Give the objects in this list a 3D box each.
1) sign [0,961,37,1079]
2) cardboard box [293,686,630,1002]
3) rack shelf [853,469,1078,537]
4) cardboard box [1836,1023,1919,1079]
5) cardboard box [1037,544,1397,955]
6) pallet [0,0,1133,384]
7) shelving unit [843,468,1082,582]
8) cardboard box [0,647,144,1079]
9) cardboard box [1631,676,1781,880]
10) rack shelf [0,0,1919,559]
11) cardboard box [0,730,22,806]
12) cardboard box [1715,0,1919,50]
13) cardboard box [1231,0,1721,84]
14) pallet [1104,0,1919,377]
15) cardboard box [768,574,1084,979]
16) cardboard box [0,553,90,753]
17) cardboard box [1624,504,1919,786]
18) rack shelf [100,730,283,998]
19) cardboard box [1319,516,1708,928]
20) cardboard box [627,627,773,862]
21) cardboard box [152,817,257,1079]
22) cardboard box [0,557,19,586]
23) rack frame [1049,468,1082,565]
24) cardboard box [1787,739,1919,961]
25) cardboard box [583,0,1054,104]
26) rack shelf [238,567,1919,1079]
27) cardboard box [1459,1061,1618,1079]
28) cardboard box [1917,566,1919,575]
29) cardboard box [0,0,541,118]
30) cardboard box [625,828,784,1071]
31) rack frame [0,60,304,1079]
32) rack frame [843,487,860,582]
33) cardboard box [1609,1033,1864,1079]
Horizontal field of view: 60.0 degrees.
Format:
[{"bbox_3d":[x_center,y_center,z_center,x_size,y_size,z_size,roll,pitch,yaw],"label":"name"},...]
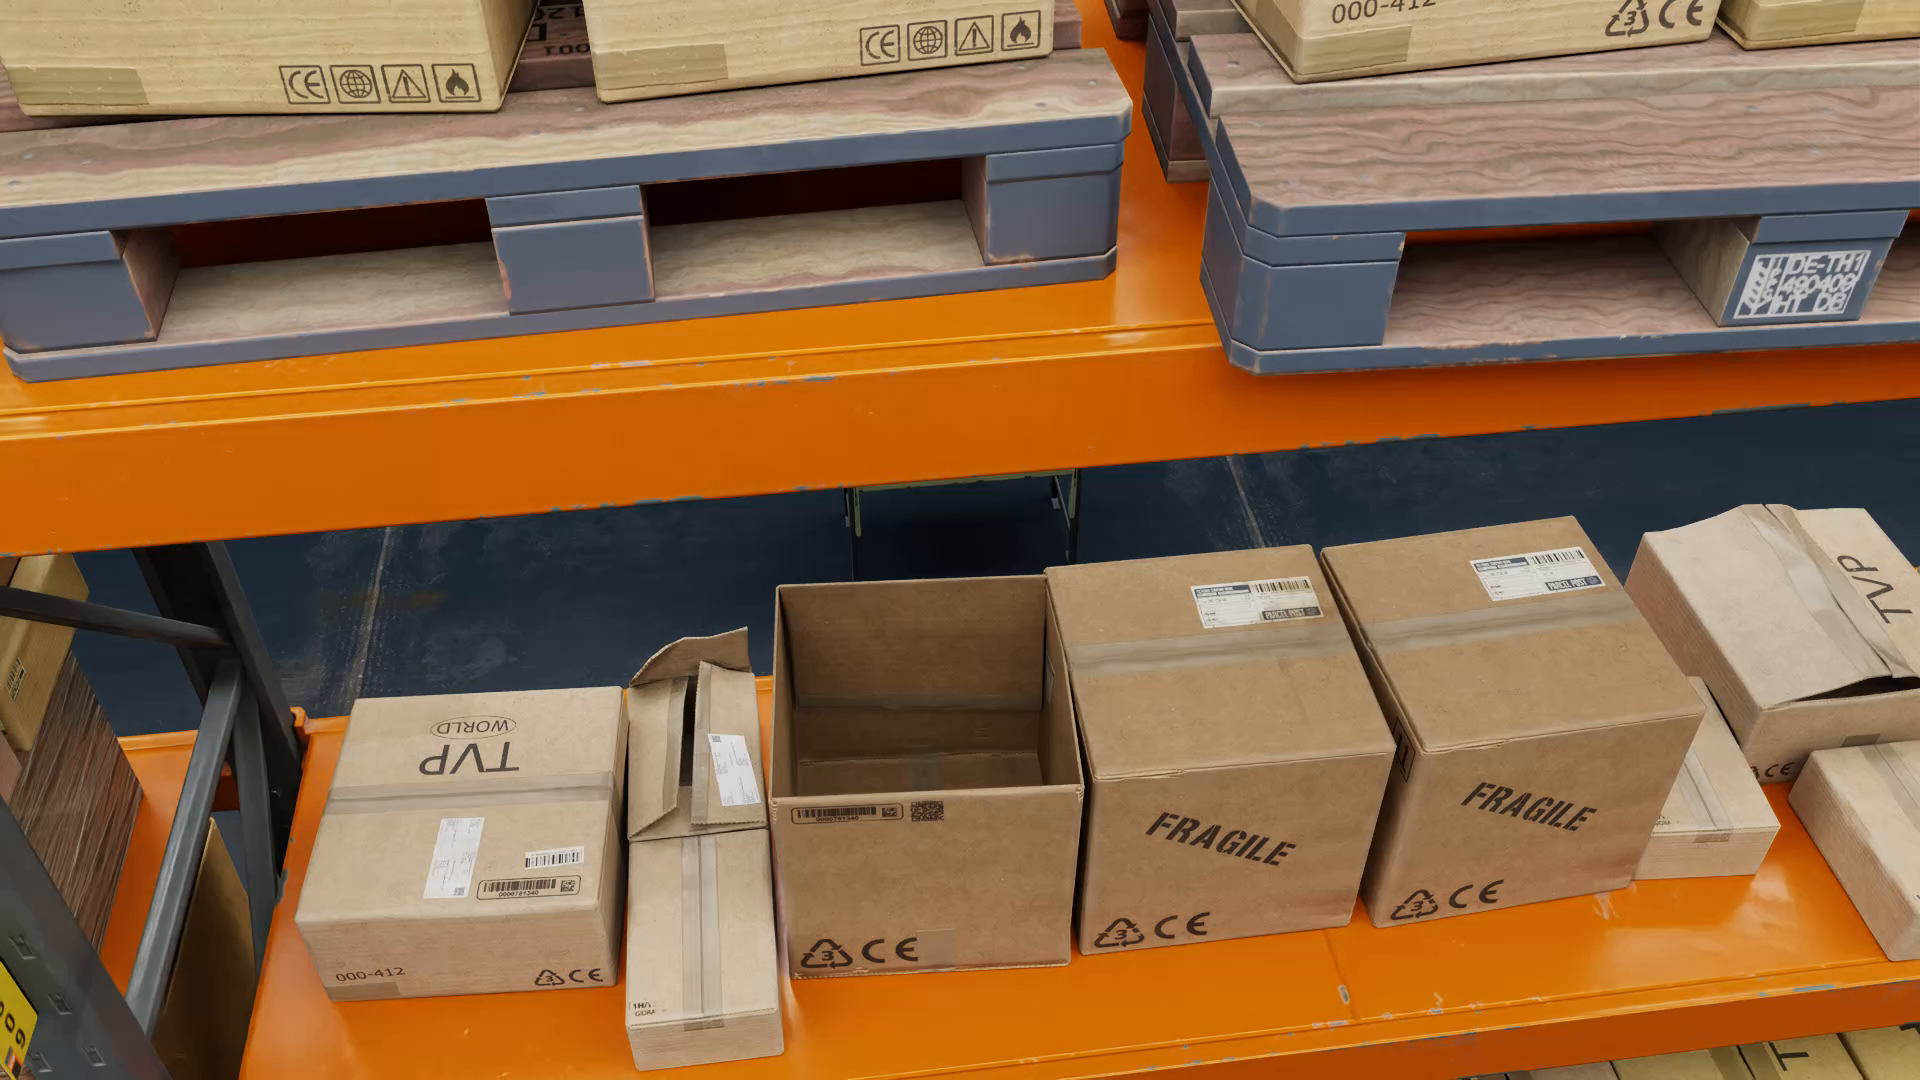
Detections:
[{"bbox_3d":[-1.279,0.575,2.167,0.005,0.325,0.100,-5,42,-6],"label":"sign"},{"bbox_3d":[-0.869,0.542,3.022,0.500,0.250,0.500,-3,42,-3],"label":"cardboard box"},{"bbox_3d":[-0.007,-0.314,5.465,0.720,0.370,0.431,-5,42,-6],"label":"rack shelf"},{"bbox_3d":[2.127,1.076,3.638,0.500,0.311,0.500,-4,42,-4],"label":"cardboard box"},{"bbox_3d":[0.431,0.375,3.020,0.500,0.500,0.500,-5,42,-5],"label":"cardboard box"},{"bbox_3d":[-0.479,-0.570,2.046,1.217,0.209,0.805,-7,42,-7],"label":"pallet"},{"bbox_3d":[-0.007,-0.556,5.247,0.755,1.500,0.431,-5,42,-6],"label":"shelving unit"},{"bbox_3d":[-1.791,0.563,2.811,0.500,0.500,0.700,-6,42,-7],"label":"cardboard box"},{"bbox_3d":[1.357,0.452,3.197,0.250,0.149,0.380,-2,42,-2],"label":"cardboard box"},{"bbox_3d":[0.631,-0.463,2.321,4.000,0.370,1.077,-5,42,-6],"label":"rack shelf"},{"bbox_3d":[-1.594,0.446,2.457,0.250,0.149,0.380,-5,42,-6],"label":"cardboard box"},{"bbox_3d":[1.086,-0.827,1.987,0.500,0.250,0.500,-6,42,-6],"label":"cardboard box"},{"bbox_3d":[0.552,-0.782,1.936,0.500,0.250,0.500,-8,43,-9],"label":"cardboard box"},{"bbox_3d":[0.844,-0.616,2.095,1.213,0.211,1.003,-3,42,-4],"label":"pallet"},{"bbox_3d":[-0.066,0.419,2.971,0.500,0.500,0.500,-2,42,-2],"label":"cardboard box"},{"bbox_3d":[-1.644,0.174,2.758,0.250,0.149,0.380,-5,42,-6],"label":"cardboard box"},{"bbox_3d":[1.702,0.192,3.364,0.500,0.311,0.500,-5,42,-6],"label":"cardboard box"},{"bbox_3d":[-3.335,0.999,2.941,4.000,0.370,1.077,-5,42,-6],"label":"rack shelf"},{"bbox_3d":[0.953,0.330,3.070,0.500,0.500,0.500,-7,43,-8],"label":"cardboard box"},{"bbox_3d":[-0.504,0.409,3.157,0.258,0.266,0.396,-6,42,-7],"label":"cardboard box"},{"bbox_3d":[-1.852,0.977,3.607,0.500,0.500,0.500,-5,42,-6],"label":"cardboard box"},{"bbox_3d":[-1.791,0.082,2.377,0.500,0.500,0.700,-5,42,-5],"label":"cardboard box"},{"bbox_3d":[0.356,-0.588,5.282,0.023,1.500,0.400,-5,42,-6],"label":"rack frame"},{"bbox_3d":[1.758,0.565,3.071,0.250,0.149,0.380,-5,42,-6],"label":"cardboard box"},{"bbox_3d":[-0.196,-0.753,1.904,0.500,0.250,0.500,-9,43,-10],"label":"cardboard box"},{"bbox_3d":[0.631,0.651,3.326,4.000,0.370,1.077,-5,42,-6],"label":"rack shelf"},{"bbox_3d":[1.111,1.168,3.537,0.500,0.311,0.500,-5,42,-6],"label":"cardboard box"},{"bbox_3d":[2.248,0.246,3.304,0.500,0.311,0.500,-3,42,-3],"label":"cardboard box"},{"bbox_3d":[-0.740,-0.704,1.849,0.500,0.250,0.500,-1,42,-1],"label":"cardboard box"},{"bbox_3d":[-0.447,0.710,2.911,0.250,0.149,0.380,-5,42,-6],"label":"cardboard box"},{"bbox_3d":[-1.352,0.558,2.892,0.127,3.000,1.000,-5,42,-6],"label":"rack frame"},{"bbox_3d":[-0.370,-0.525,5.212,0.023,1.500,0.400,-5,42,-6],"label":"rack frame"},{"bbox_3d":[1.612,1.126,3.583,0.500,0.311,0.500,-6,42,-6],"label":"cardboard box"}]
